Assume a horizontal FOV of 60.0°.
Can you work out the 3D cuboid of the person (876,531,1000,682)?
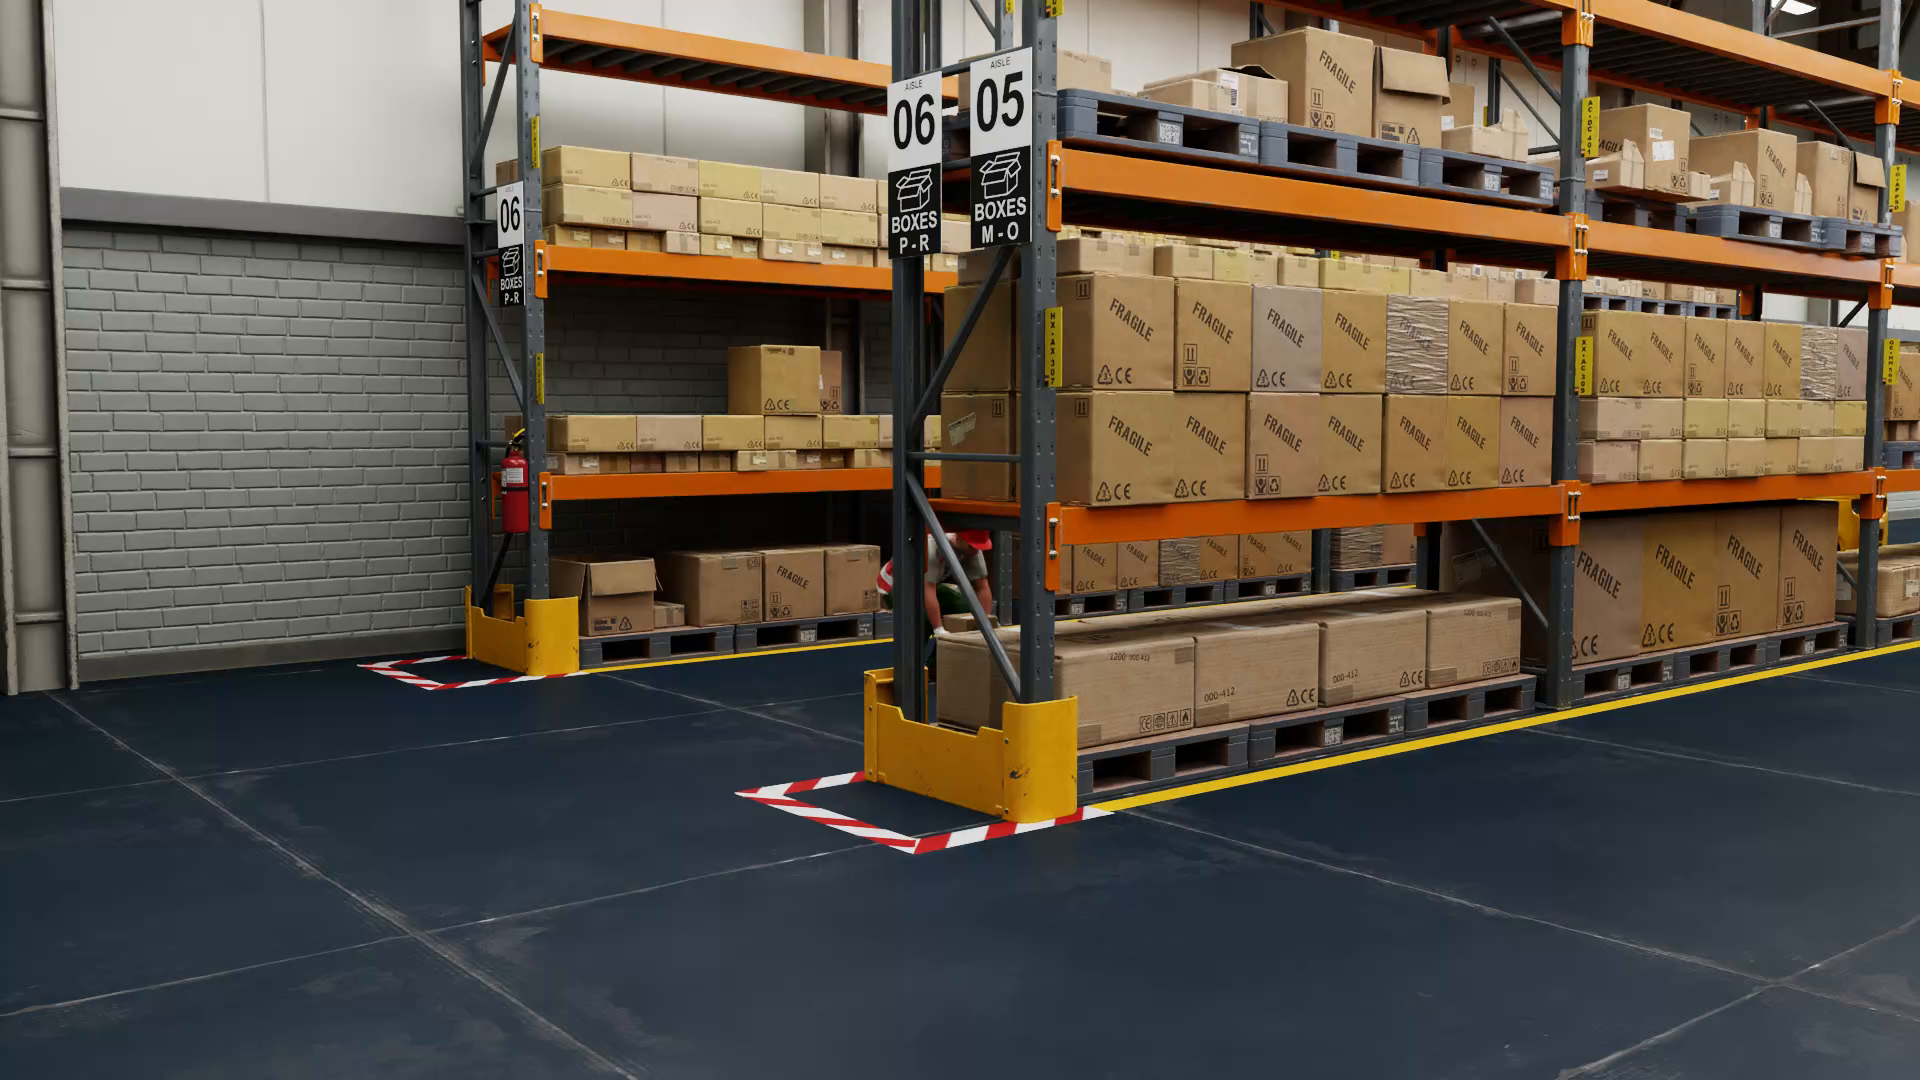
[{"bbox_3d":[-0.136,0.359,10.643,0.576,1.094,0.857,-3,5,-39],"label":"person"}]
